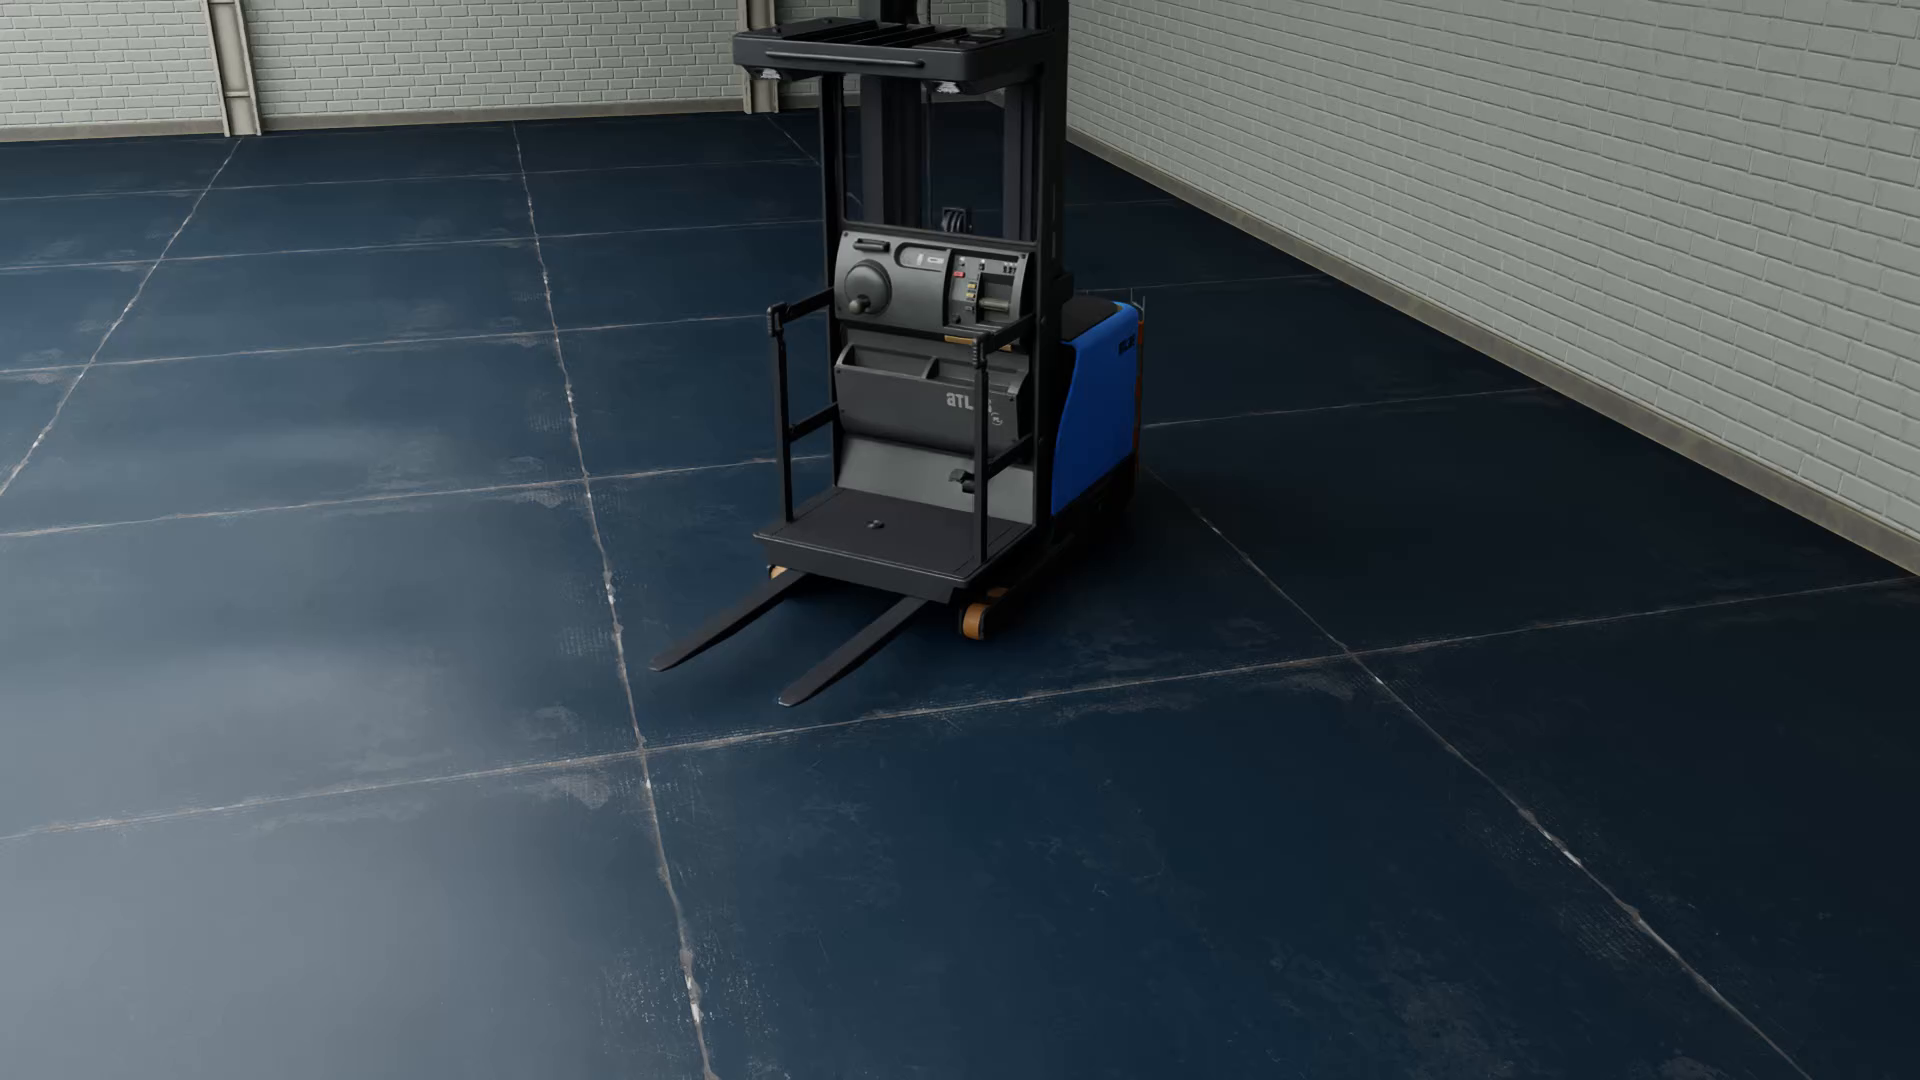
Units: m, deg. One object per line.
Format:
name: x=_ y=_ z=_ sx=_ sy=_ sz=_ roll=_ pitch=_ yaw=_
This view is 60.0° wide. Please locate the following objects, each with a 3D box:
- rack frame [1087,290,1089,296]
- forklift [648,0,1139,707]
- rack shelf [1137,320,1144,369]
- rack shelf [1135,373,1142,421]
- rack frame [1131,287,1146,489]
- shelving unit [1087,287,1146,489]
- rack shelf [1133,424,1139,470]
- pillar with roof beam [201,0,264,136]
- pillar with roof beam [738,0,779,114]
rack frame: x=0.684 y=-0.772 z=8.717 sx=0.008 sy=1.050 sz=0.200 roll=-6 pitch=24 yaw=-13
forklift: x=-0.228 y=-1.109 z=7.117 sx=1.130 sy=2.935 sz=3.031 roll=12 pitch=26 yaw=25
rack shelf: x=0.803 y=-1.035 z=8.637 sx=0.240 sy=0.259 sz=0.215 roll=-6 pitch=24 yaw=-13
rack shelf: x=0.803 y=-0.774 z=8.749 sx=0.240 sy=0.259 sz=0.215 roll=-6 pitch=24 yaw=-13
rack frame: x=0.921 y=-0.796 z=8.773 sx=0.008 sy=1.050 sz=0.200 roll=-6 pitch=24 yaw=-13
shelving unit: x=0.803 y=-0.784 z=8.745 sx=0.252 sy=1.050 sz=0.215 roll=-6 pitch=24 yaw=-13
rack shelf: x=0.803 y=-0.519 z=8.859 sx=0.240 sy=0.259 sz=0.215 roll=-6 pitch=24 yaw=-13
pillar with roof beam: x=-7.084 y=-7.189 z=13.592 sx=0.400 sy=9.000 sz=9.100 roll=-6 pitch=24 yaw=-14
pillar with roof beam: x=-1.307 y=-7.828 z=15.081 sx=0.400 sy=9.000 sz=9.100 roll=-6 pitch=24 yaw=-14
